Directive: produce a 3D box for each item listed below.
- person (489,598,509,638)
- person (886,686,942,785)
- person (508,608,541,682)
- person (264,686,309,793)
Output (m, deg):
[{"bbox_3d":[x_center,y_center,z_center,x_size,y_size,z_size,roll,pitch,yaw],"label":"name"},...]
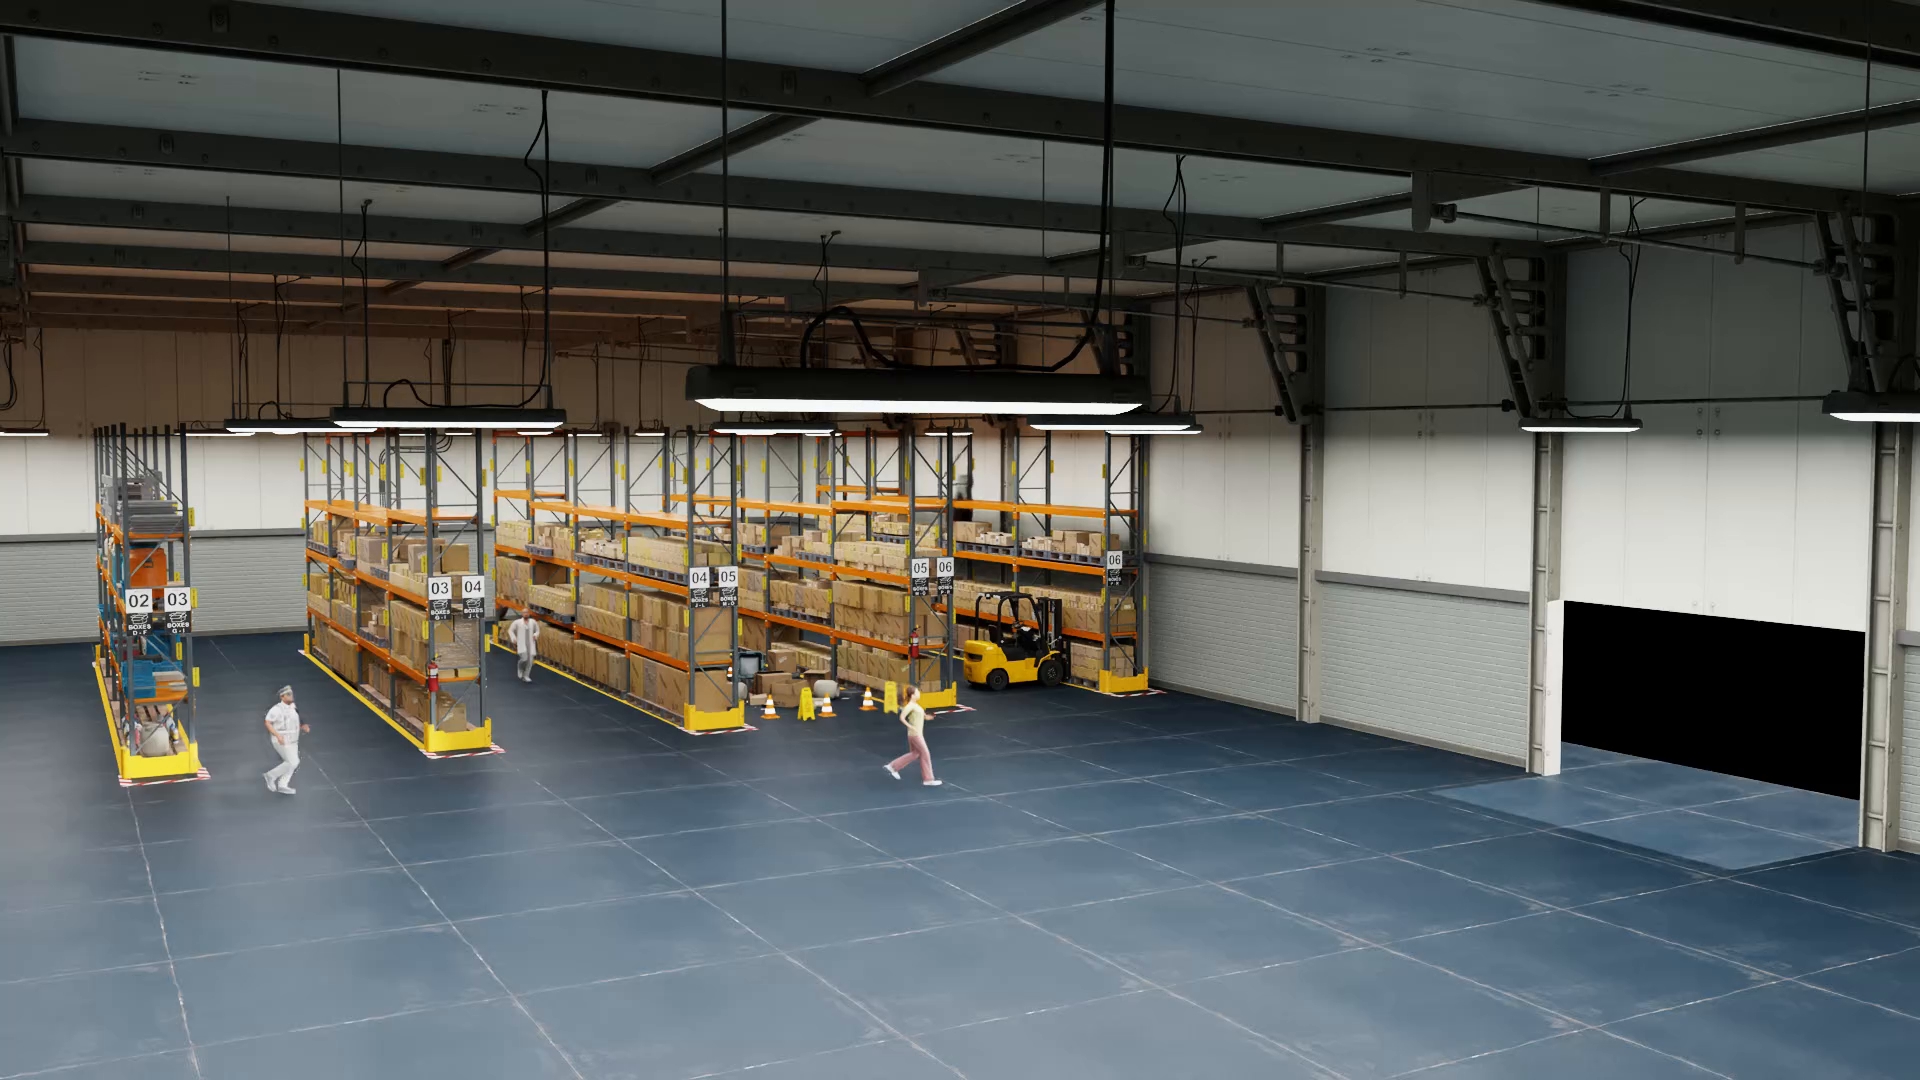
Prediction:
[{"bbox_3d":[-13.146,1.936,47.897,0.746,1.749,0.915,3,5,44],"label":"person"},{"bbox_3d":[-0.759,3.220,27.434,0.918,1.645,0.585,0,3,3],"label":"person"},{"bbox_3d":[-10.222,2.485,39.206,0.715,1.732,0.594,-2,4,-30],"label":"person"},{"bbox_3d":[-10.879,3.222,26.910,0.627,1.754,0.648,0,3,6],"label":"person"}]
